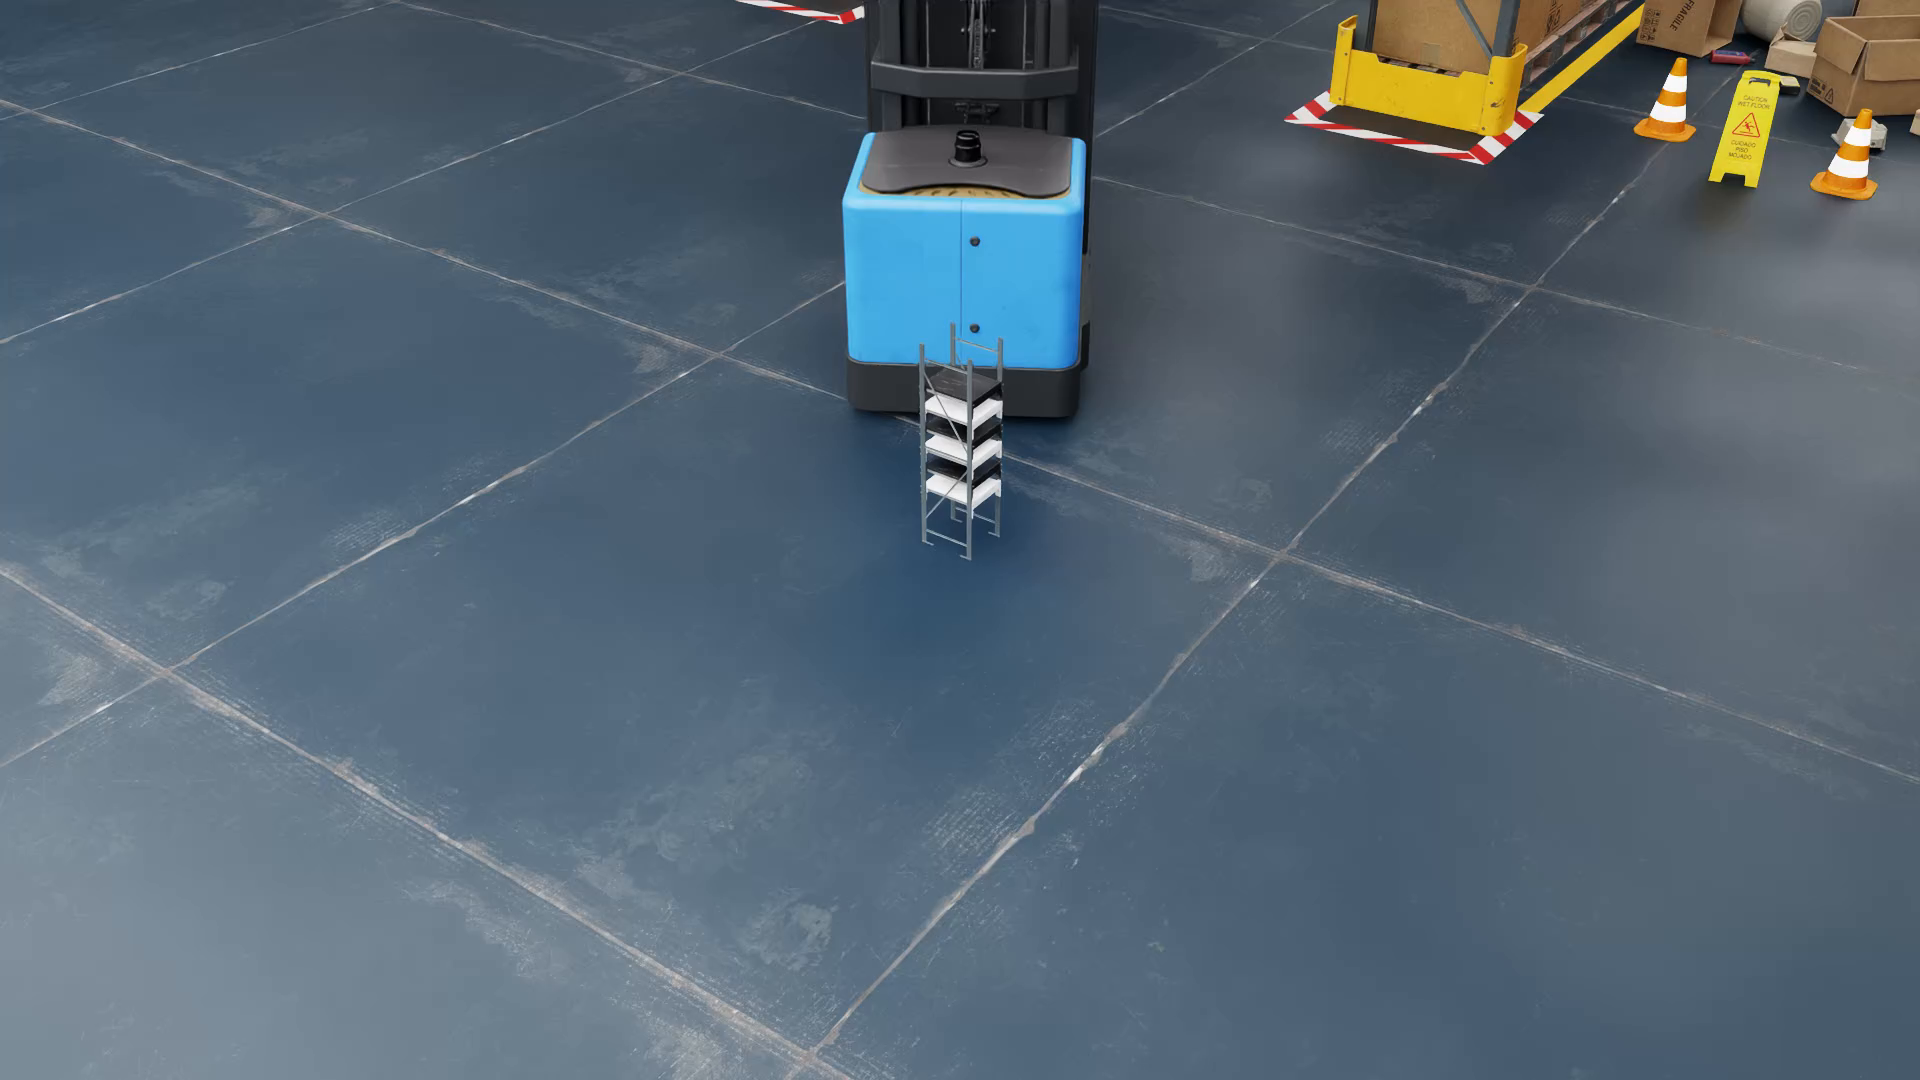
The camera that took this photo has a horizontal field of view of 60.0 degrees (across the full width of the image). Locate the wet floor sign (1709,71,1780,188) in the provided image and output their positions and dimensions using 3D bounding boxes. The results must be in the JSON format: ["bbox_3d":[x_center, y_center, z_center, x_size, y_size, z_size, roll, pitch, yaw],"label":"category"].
[{"bbox_3d":[4.634,-2.438,9.779,0.267,0.644,0.232,14,37,20],"label":"wet floor sign"}]

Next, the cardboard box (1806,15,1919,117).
[{"bbox_3d":[6.070,-3.108,10.896,0.797,0.503,0.637,-3,34,-4],"label":"cardboard box"}]

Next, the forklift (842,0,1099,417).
[{"bbox_3d":[0.117,-2.565,7.926,1.130,2.935,3.031,2,34,4],"label":"forklift"}]

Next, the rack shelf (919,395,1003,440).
[{"bbox_3d":[0.005,-0.498,6.421,0.258,0.077,0.200,21,39,28],"label":"rack shelf"}]

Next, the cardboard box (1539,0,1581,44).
[{"bbox_3d":[3.857,-4.092,11.645,0.875,0.875,0.875,21,39,27],"label":"cardboard box"}]

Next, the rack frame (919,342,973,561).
[{"bbox_3d":[-0.053,-0.330,6.434,0.240,0.900,0.006,21,39,28],"label":"rack frame"}]

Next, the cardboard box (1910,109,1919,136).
[{"bbox_3d":[6.236,-2.592,10.450,0.250,0.149,0.380,-15,37,-21],"label":"cardboard box"}]

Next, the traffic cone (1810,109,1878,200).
[{"bbox_3d":[5.228,-2.282,9.711,0.336,0.463,0.334,21,39,28],"label":"traffic cone"}]

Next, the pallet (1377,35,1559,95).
[{"bbox_3d":[3.416,-3.297,11.437,1.003,0.211,1.213,21,39,28],"label":"pallet"}]

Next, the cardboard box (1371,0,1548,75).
[{"bbox_3d":[3.357,-3.686,11.045,0.875,0.875,0.875,21,40,28],"label":"cardboard box"}]

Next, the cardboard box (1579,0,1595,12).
[{"bbox_3d":[4.378,-4.511,12.264,0.875,0.875,0.875,22,40,29],"label":"cardboard box"}]

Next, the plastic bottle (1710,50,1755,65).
[{"bbox_3d":[5.447,-3.400,11.723,0.283,0.061,0.133,8,35,12],"label":"plastic bottle"}]

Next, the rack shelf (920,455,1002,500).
[{"bbox_3d":[0.005,-0.274,6.573,0.258,0.077,0.200,21,39,28],"label":"rack shelf"}]

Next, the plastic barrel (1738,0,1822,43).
[{"bbox_3d":[5.918,-3.821,12.022,0.421,0.421,0.512,-9,35,-13],"label":"plastic barrel"}]

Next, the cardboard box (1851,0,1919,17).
[{"bbox_3d":[6.596,-3.597,11.498,0.797,0.637,0.503,21,39,28],"label":"cardboard box"}]

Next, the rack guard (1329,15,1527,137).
[{"bbox_3d":[3.011,-3.013,10.759,1.175,0.500,0.348,21,39,28],"label":"rack guard"}]

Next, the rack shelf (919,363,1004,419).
[{"bbox_3d":[0.005,-0.573,6.371,0.258,0.077,0.200,21,39,28],"label":"rack shelf"}]

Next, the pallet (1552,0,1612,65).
[{"bbox_3d":[4.112,-3.856,12.264,1.003,0.211,1.213,21,39,28],"label":"pallet"}]

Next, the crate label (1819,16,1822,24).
[{"bbox_3d":[6.240,-3.895,12.387,0.298,0.136,0.250,-3,34,-4],"label":"crate label"}]

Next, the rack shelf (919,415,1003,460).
[{"bbox_3d":[0.005,-0.423,6.472,0.258,0.077,0.200,21,39,28],"label":"rack shelf"}]

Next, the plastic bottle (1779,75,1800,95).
[{"bbox_3d":[5.599,-3.091,11.267,0.133,0.061,0.283,8,35,12],"label":"plastic bottle"}]

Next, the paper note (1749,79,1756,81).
[{"bbox_3d":[5.405,-3.151,11.400,0.123,0.001,0.032,-15,37,-21],"label":"paper note"}]

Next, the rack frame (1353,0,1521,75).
[{"bbox_3d":[3.024,-4.059,10.075,1.000,3.000,0.127,21,39,28],"label":"rack frame"}]

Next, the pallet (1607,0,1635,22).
[{"bbox_3d":[4.807,-4.420,13.098,1.003,0.211,1.213,21,39,28],"label":"pallet"}]

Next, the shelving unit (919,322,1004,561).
[{"bbox_3d":[0.005,-0.376,6.503,0.258,0.900,0.210,21,39,28],"label":"shelving unit"}]

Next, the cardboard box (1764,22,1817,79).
[{"bbox_3d":[5.838,-3.388,11.523,0.396,0.266,0.258,29,44,36],"label":"cardboard box"}]

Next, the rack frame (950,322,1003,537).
[{"bbox_3d":[0.063,-0.423,6.573,0.240,0.900,0.006,21,39,28],"label":"rack frame"}]

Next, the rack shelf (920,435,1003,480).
[{"bbox_3d":[0.005,-0.349,6.522,0.258,0.077,0.200,21,39,28],"label":"rack shelf"}]

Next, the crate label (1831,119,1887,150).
[{"bbox_3d":[5.625,-2.528,10.367,0.250,0.136,0.298,3,34,4],"label":"crate label"}]

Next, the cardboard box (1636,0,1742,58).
[{"bbox_3d":[5.263,-3.823,11.955,0.500,0.500,0.500,29,44,36],"label":"cardboard box"}]

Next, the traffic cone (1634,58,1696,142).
[{"bbox_3d":[4.494,-2.799,10.476,0.336,0.463,0.334,21,39,28],"label":"traffic cone"}]

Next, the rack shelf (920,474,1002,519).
[{"bbox_3d":[0.005,-0.200,6.623,0.258,0.077,0.200,21,39,28],"label":"rack shelf"}]
